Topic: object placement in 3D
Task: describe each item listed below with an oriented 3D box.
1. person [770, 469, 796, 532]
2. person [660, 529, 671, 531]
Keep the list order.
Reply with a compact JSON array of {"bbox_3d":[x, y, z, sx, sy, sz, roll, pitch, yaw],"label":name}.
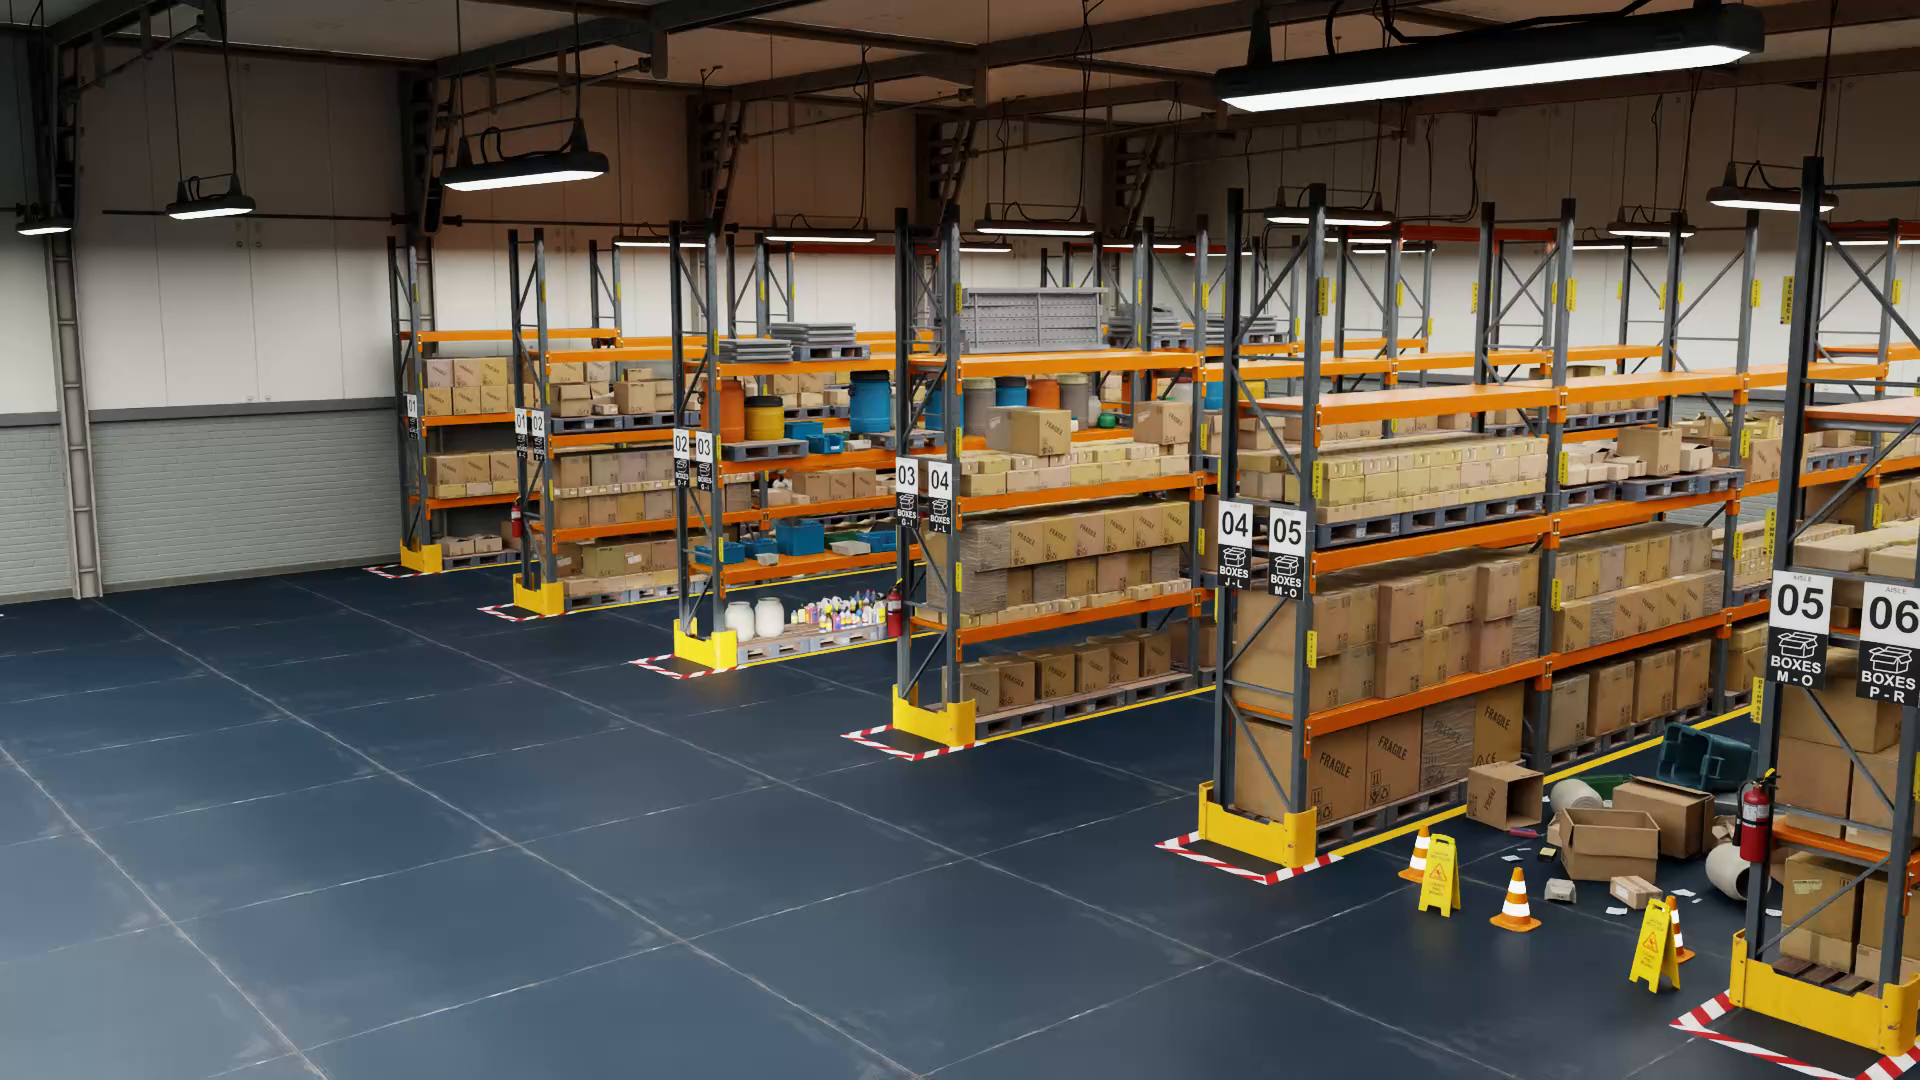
[{"bbox_3d":[-3.440,-0.631,32.456,0.532,1.633,0.939,7,11,39],"label":"person"},{"bbox_3d":[-5.246,-0.267,29.915,0.593,1.735,0.421,-1,9,-8],"label":"person"}]
